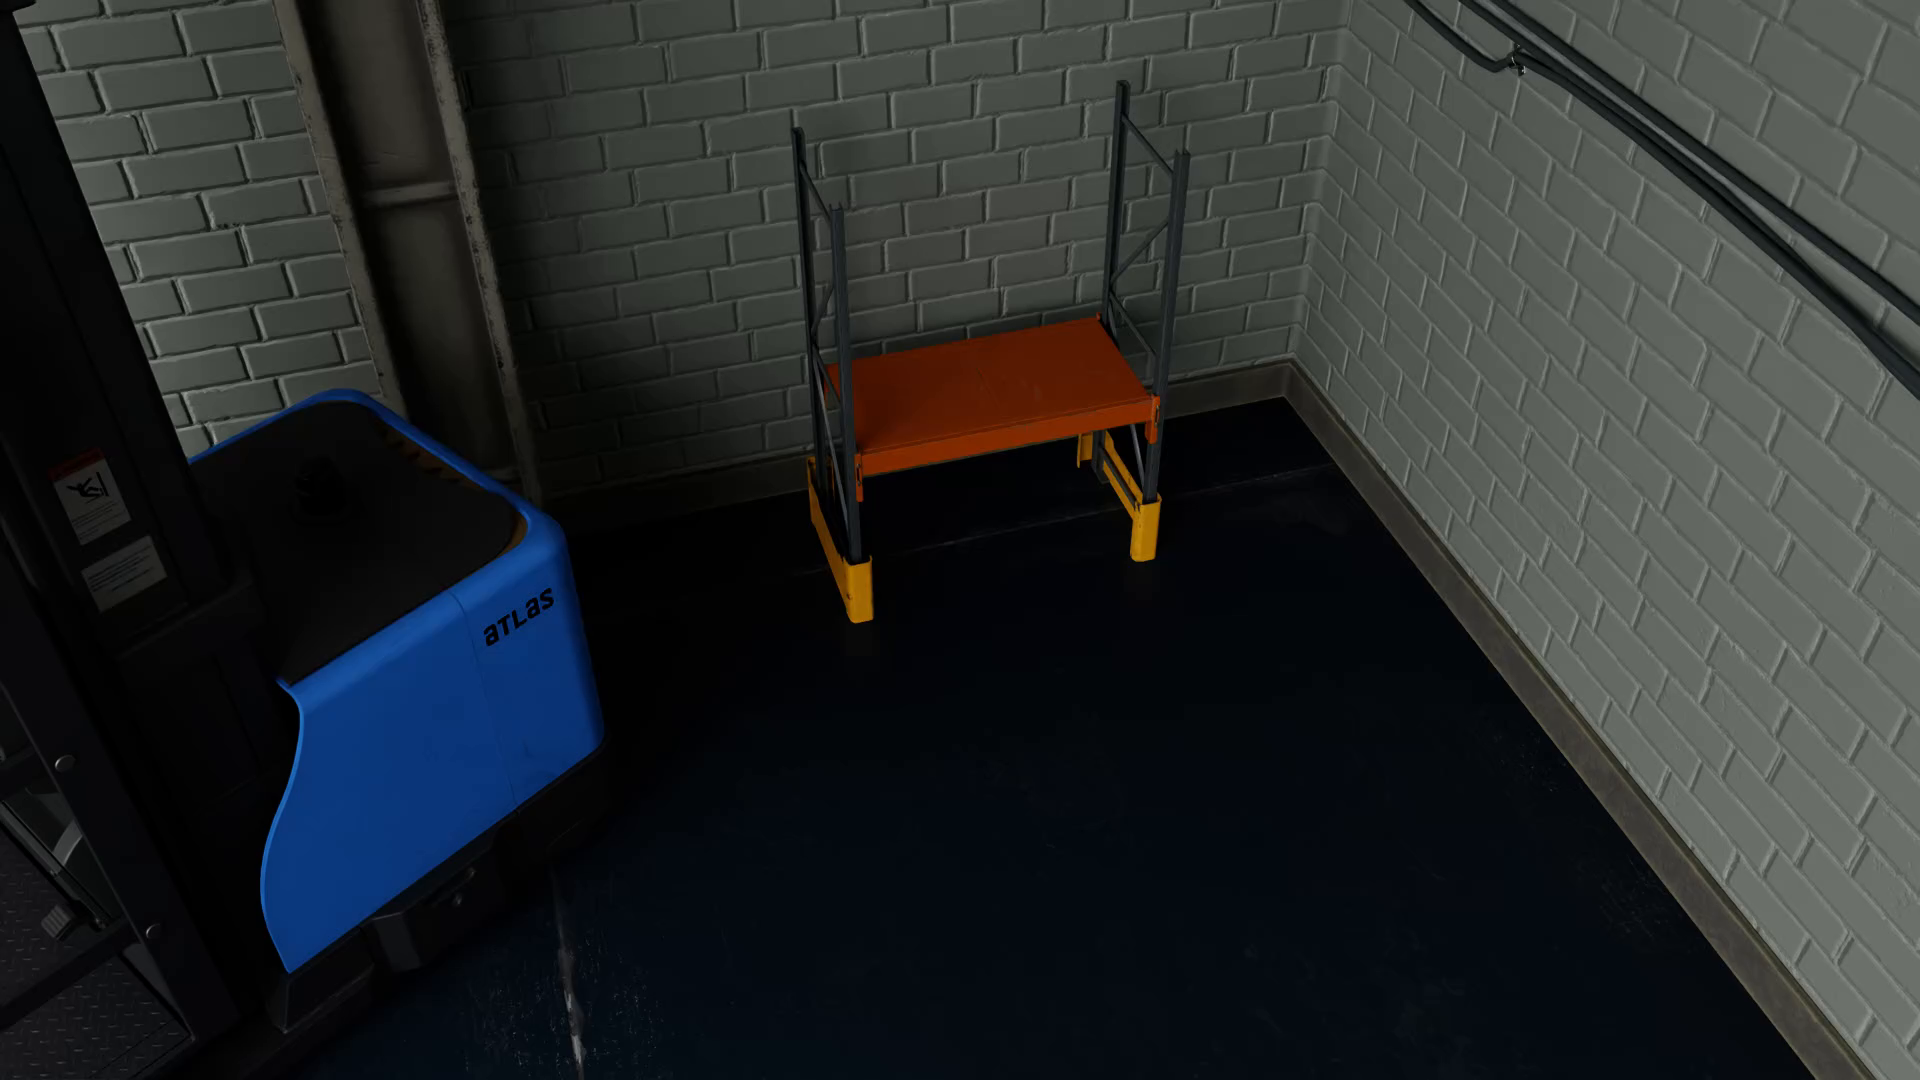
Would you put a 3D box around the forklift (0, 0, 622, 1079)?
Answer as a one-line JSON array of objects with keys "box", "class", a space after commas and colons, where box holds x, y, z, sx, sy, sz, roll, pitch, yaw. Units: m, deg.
[{"box": [-2.321, 0.198, 3.296, 1.130, 2.935, 3.031, 30, 49, 29], "class": "forklift"}]

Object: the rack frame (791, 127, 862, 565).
[{"box": [-0.404, -0.481, 5.161, 0.032, 1.500, 0.500, -12, 42, -13], "class": "rack frame"}]

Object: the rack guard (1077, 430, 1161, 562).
[{"box": [0.548, -0.208, 5.798, 0.087, 0.250, 0.587, -12, 42, -13], "class": "rack guard"}]

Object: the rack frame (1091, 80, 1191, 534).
[{"box": [0.566, -0.682, 5.391, 0.032, 1.500, 0.500, -12, 42, -13], "class": "rack frame"}]

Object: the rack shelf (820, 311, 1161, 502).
[{"box": [0.081, -0.446, 5.394, 1.000, 0.185, 0.538, -12, 42, -13], "class": "rack shelf"}]

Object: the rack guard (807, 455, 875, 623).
[{"box": [-0.402, -0.011, 5.572, 0.087, 0.250, 0.587, -12, 42, -13], "class": "rack guard"}]

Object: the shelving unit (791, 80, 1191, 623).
[{"box": [0.073, -0.580, 5.274, 1.083, 1.500, 0.587, -12, 42, -13], "class": "shelving unit"}]
